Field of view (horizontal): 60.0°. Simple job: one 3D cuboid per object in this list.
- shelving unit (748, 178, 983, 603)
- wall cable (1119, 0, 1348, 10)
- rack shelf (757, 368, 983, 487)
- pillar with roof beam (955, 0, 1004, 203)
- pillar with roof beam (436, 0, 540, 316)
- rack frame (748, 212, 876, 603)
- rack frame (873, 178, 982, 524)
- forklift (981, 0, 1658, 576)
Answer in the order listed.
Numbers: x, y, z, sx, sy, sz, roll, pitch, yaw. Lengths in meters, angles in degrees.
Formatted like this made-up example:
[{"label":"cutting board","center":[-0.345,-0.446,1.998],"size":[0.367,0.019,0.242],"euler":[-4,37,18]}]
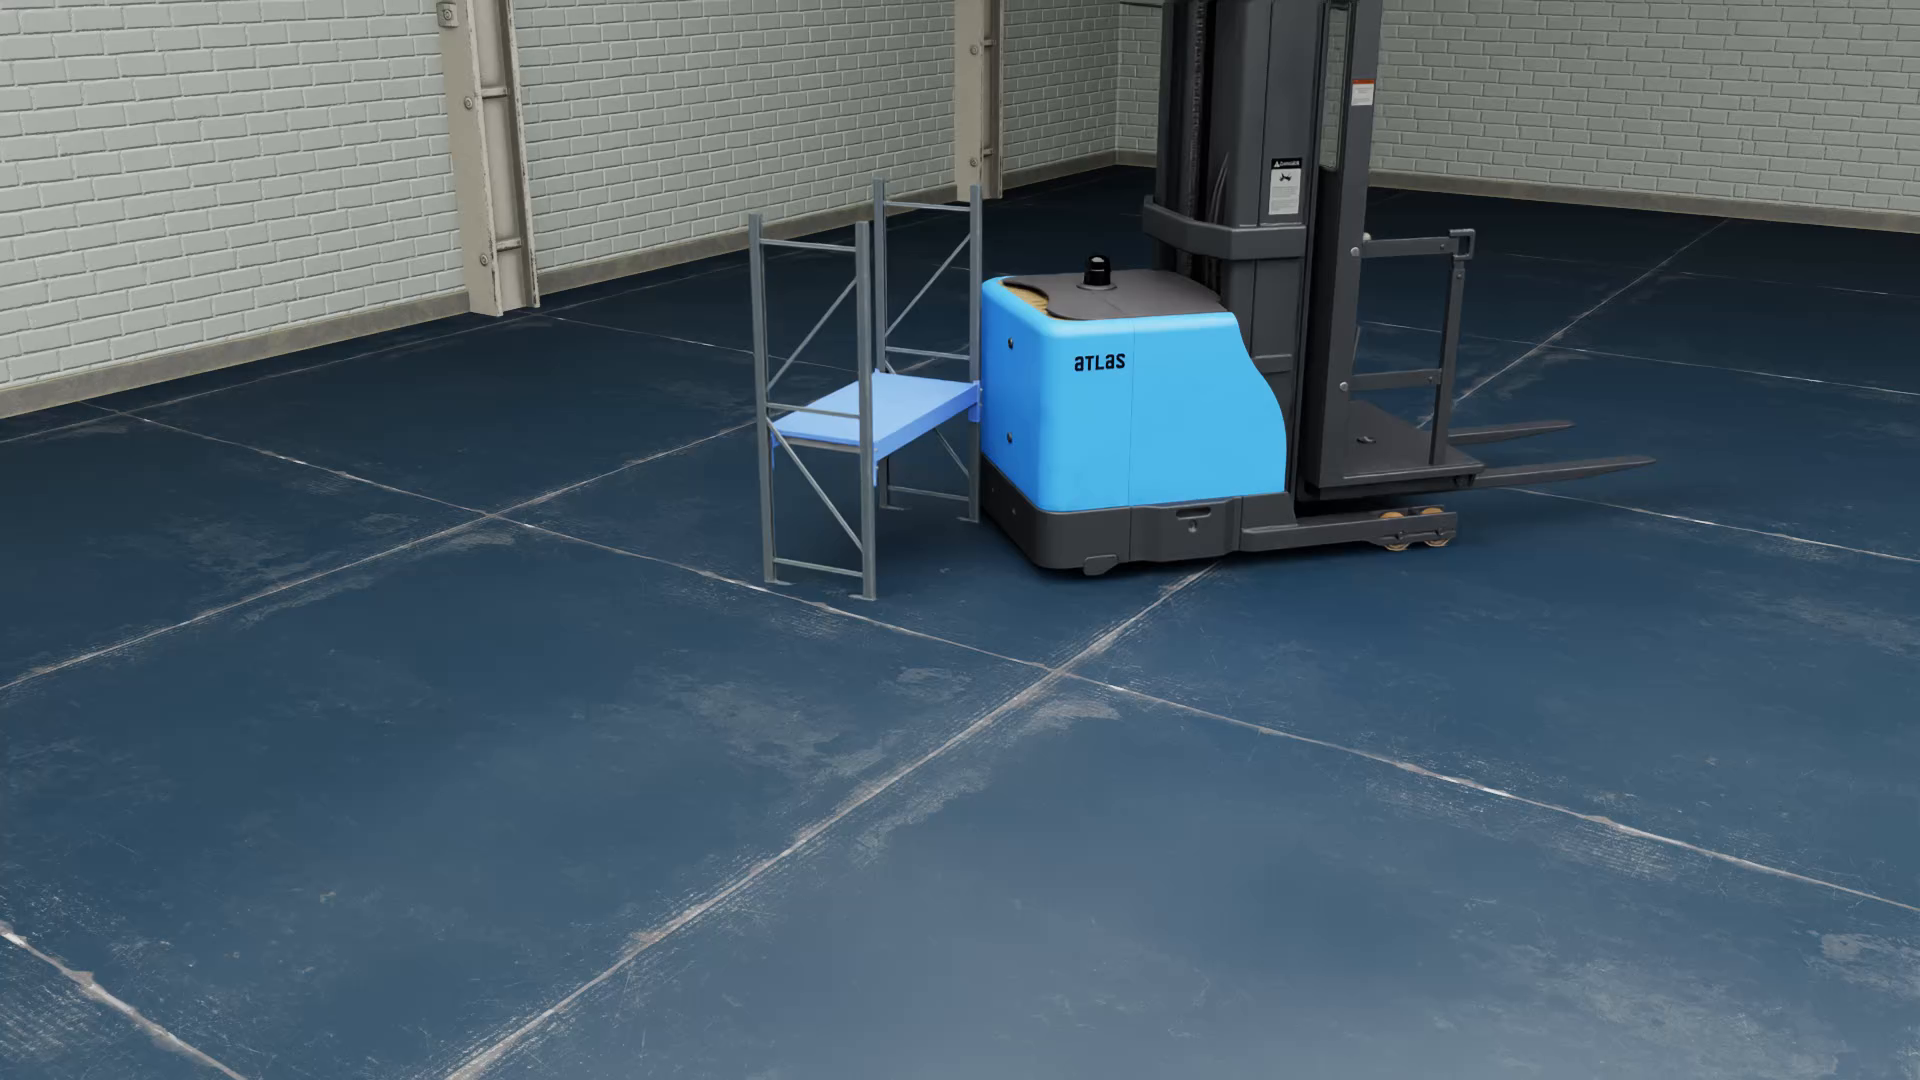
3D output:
[{"label":"shelving unit","center":[-0.353,-0.656,6.876],"size":[0.538,1.500,1.048],"euler":[9,22,23]},{"label":"wall cable","center":[2.932,-6.693,16.864],"size":[3.097,2.526,0.112],"euler":[13,24,32]},{"label":"rack shelf","center":[-0.353,-0.487,6.939],"size":[0.538,0.185,1.000],"euler":[9,22,23]},{"label":"pillar with roof beam","center":[3.743,-6.723,12.468],"size":[9.100,9.000,0.400],"euler":[13,24,32]},{"label":"pillar with roof beam","center":[0.370,-5.001,7.814],"size":[9.100,9.000,0.400],"euler":[13,24,32]},{"label":"rack frame","center":[-0.567,-0.496,6.444],"size":[0.500,1.500,0.032],"euler":[9,22,23]},{"label":"rack frame","center":[-0.139,-0.816,7.309],"size":[0.500,1.500,0.032],"euler":[9,22,23]},{"label":"forklift","center":[1.645,-1.497,7.086],"size":[3.031,2.935,1.130],"euler":[-6,21,-15]}]
